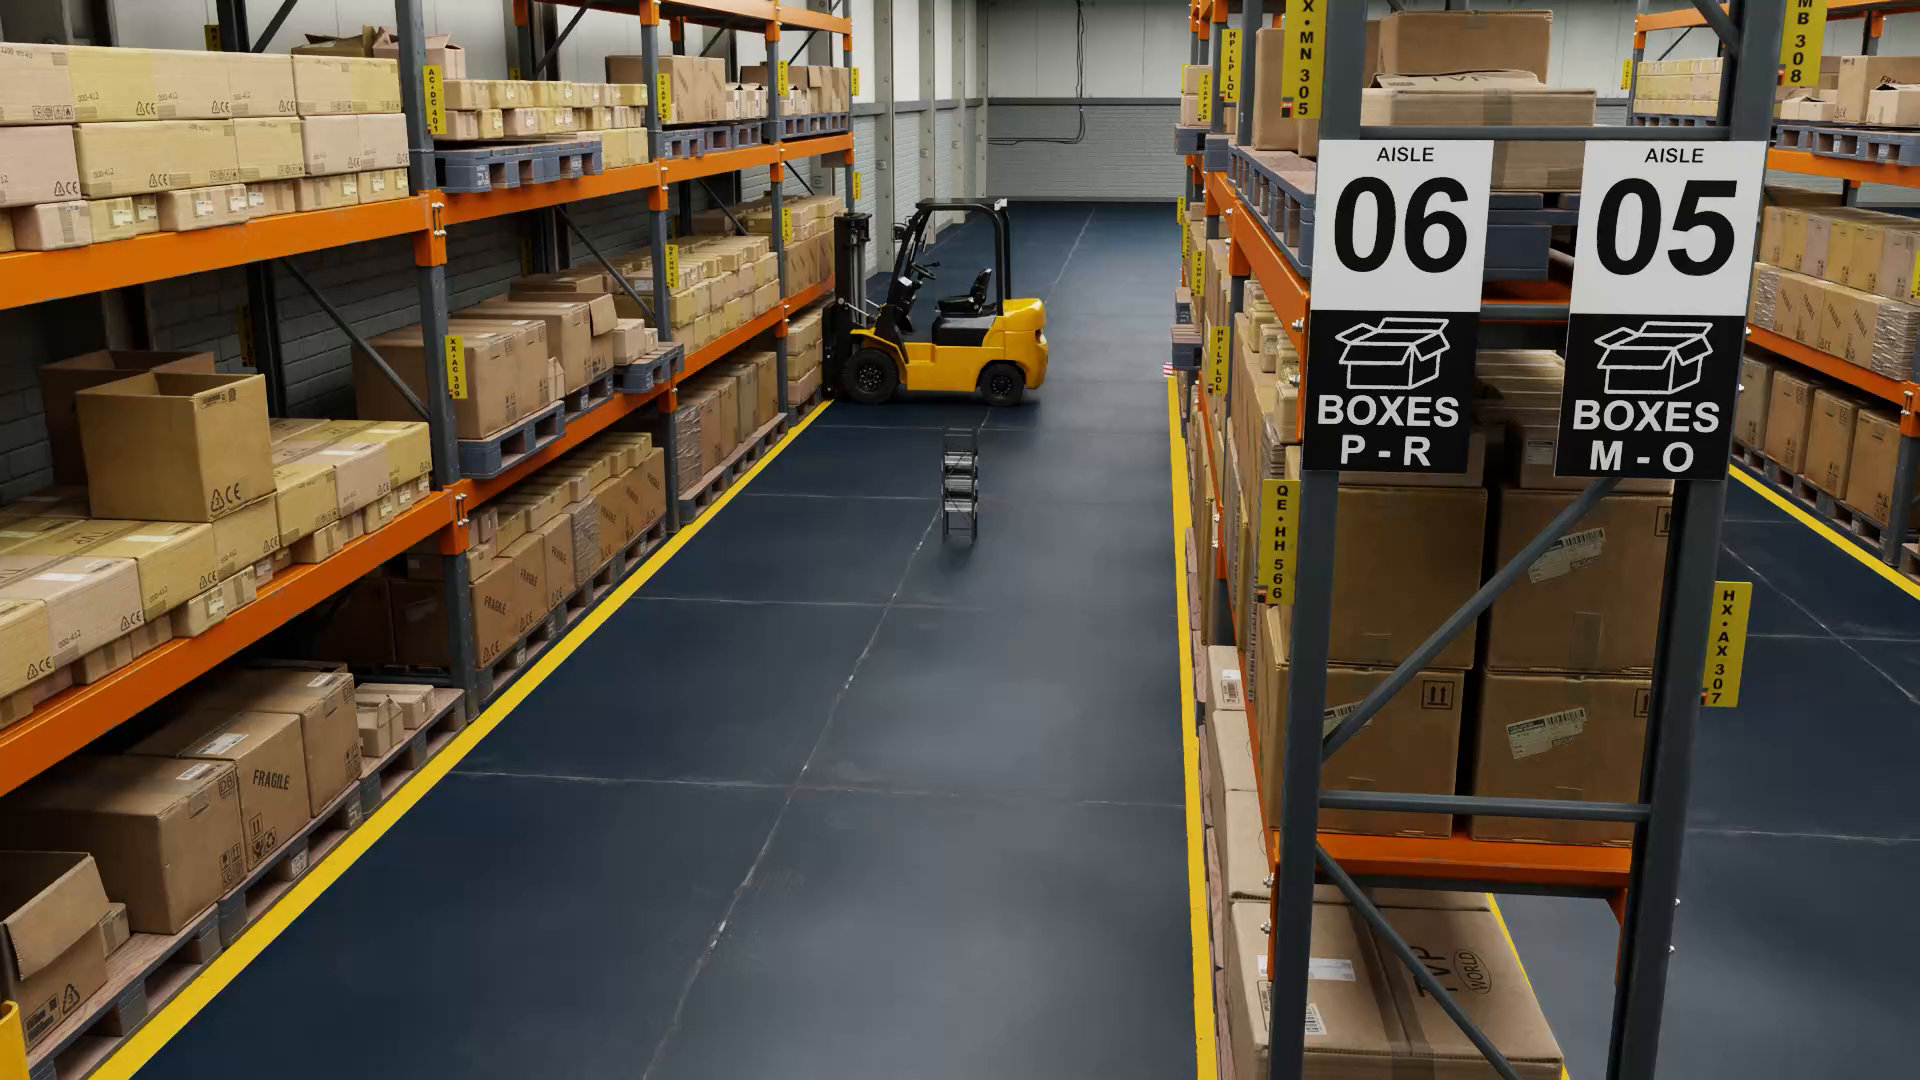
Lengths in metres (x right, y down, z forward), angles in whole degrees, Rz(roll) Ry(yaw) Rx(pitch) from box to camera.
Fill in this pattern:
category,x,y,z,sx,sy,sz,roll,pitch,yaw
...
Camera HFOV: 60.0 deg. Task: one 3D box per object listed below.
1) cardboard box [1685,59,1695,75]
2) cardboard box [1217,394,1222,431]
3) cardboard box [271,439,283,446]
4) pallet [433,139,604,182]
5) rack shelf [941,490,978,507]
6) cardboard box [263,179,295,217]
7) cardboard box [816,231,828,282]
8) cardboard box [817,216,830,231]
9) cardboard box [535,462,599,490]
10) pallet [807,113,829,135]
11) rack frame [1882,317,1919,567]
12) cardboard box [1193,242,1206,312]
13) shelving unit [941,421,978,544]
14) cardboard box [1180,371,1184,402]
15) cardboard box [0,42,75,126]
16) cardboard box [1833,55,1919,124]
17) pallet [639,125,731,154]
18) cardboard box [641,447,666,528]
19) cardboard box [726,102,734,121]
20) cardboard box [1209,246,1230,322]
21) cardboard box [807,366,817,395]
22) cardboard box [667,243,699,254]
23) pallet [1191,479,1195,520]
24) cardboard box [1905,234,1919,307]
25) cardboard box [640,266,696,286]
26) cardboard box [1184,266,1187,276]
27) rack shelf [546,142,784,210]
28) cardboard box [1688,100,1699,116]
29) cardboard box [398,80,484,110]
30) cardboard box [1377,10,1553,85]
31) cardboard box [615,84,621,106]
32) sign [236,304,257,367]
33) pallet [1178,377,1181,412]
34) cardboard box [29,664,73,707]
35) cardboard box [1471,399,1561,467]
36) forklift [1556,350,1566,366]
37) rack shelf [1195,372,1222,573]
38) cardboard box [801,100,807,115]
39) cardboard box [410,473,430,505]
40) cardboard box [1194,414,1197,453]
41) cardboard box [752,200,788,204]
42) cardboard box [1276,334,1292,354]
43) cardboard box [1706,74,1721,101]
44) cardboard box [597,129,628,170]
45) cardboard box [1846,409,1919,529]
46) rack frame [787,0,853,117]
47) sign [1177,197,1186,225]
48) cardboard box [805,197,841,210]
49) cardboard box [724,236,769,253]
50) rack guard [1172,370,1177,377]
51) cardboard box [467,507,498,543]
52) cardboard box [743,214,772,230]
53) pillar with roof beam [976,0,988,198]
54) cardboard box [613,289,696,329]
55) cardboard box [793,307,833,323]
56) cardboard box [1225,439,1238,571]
category,x,y,z,sx,sy,sz,roll,pitch,yaw
cardboard box,7.529,-4.754,16.708,0.380,0.149,0.250,2,15,7
cardboard box,1.658,-0.758,9.050,0.500,0.250,0.500,2,15,8
cardboard box,-3.505,-0.304,7.756,0.500,0.250,0.500,2,15,6
pallet,-2.874,-2.277,9.949,1.213,0.211,1.003,2,15,6
rack shelf,-0.001,-0.313,12.569,0.258,0.077,0.200,2,15,6
cardboard box,-3.040,-1.443,6.988,0.380,0.149,0.250,2,15,8
cardboard box,-1.743,-3.111,18.228,0.500,0.500,0.500,2,15,7
cardboard box,-1.659,-3.525,18.519,0.380,0.149,0.250,2,15,7
cardboard box,-2.660,-0.424,11.224,0.380,0.149,0.250,1,15,5
pallet,-2.018,-4.501,17.984,1.003,0.211,1.213,2,15,6
rack frame,7.182,-1.256,11.560,1.000,3.000,0.127,2,15,6
cardboard box,2.075,-2.031,12.859,0.500,0.500,0.500,1,15,5
shelving unit,-0.001,-0.432,12.537,0.258,0.900,0.210,2,15,6
cardboard box,2.553,-1.588,17.251,0.500,0.250,0.500,1,15,5
cardboard box,-3.207,-1.445,5.274,0.500,0.250,0.500,2,15,6
cardboard box,7.100,-3.462,12.785,0.500,0.500,0.500,2,15,6
pallet,-2.569,-3.346,13.906,1.003,0.211,1.213,2,15,9
cardboard box,-2.514,-0.401,12.382,0.500,0.500,0.500,2,15,8
cardboard box,-2.138,-3.642,14.122,0.380,0.149,0.250,2,15,6
cardboard box,1.907,-1.657,10.936,0.500,0.500,0.500,2,15,6
cardboard box,-1.803,-1.681,17.597,0.500,0.250,0.500,1,15,5
cardboard box,-2.601,-2.635,15.226,0.380,0.149,0.250,2,15,6
pallet,2.342,-0.232,13.116,1.003,0.211,1.213,2,15,6
cardboard box,7.243,-1.903,11.846,0.700,0.500,0.500,2,15,6
cardboard box,-2.319,-2.093,13.221,0.380,0.149,0.250,2,15,8
cardboard box,2.712,-3.050,18.677,0.380,0.149,0.250,2,15,7
rack shelf,-2.454,-3.140,14.160,1.077,0.370,4.000,2,15,6
cardboard box,7.499,-4.305,16.576,0.380,0.149,0.250,2,15,6
cardboard box,-2.662,-2.269,8.476,0.380,0.149,0.250,2,15,8
cardboard box,1.726,-1.566,5.774,0.500,0.500,0.500,2,15,7
cardboard box,-2.560,-3.069,11.474,0.380,0.149,0.250,1,15,4
sign,-3.683,-1.058,8.609,0.100,0.325,0.005,2,15,6
pallet,2.880,-1.559,18.024,1.003,0.211,1.213,2,15,6
cardboard box,-3.295,0.462,5.689,0.380,0.149,0.250,1,15,6
cardboard box,1.624,-0.299,4.670,0.380,0.149,0.250,2,15,8
forklift,4.645,-1.321,11.931,1.130,2.935,3.031,3,15,12
rack shelf,2.027,-0.509,10.178,1.077,0.370,4.000,2,15,6
cardboard box,-1.790,-4.443,17.084,0.380,0.149,0.250,2,15,8
cardboard box,-2.916,-0.272,8.402,0.380,0.149,0.250,2,15,7
cardboard box,2.493,-0.844,14.267,0.950,0.372,0.625,2,15,8
cardboard box,-2.154,-3.751,18.784,0.380,0.149,0.250,2,15,8
cardboard box,1.329,-0.644,5.946,0.380,0.149,0.250,2,15,8
cardboard box,7.491,-4.330,15.903,0.500,0.250,0.500,2,15,6
cardboard box,-2.553,-2.626,11.167,0.500,0.250,0.500,2,15,6
cardboard box,7.340,-0.528,12.373,1.050,0.750,0.750,1,15,5
rack frame,-1.777,-6.492,19.430,1.000,3.000,0.127,2,15,6
sign,2.616,-3.884,19.622,0.100,0.325,0.005,2,15,6
cardboard box,-1.605,-3.937,19.470,0.380,0.149,0.250,2,15,6
cardboard box,-2.047,-2.824,15.927,0.380,0.149,0.250,2,15,8
rack guard,3.147,-2.224,19.929,1.175,0.500,0.348,2,15,6
cardboard box,-2.845,-0.090,9.420,0.380,0.149,0.250,1,15,4
cardboard box,-1.976,-3.208,16.776,0.380,0.149,0.250,2,15,7
pillar with roof beam,4.911,-13.992,47.166,9.100,9.000,0.400,2,15,6
cardboard box,-2.362,-1.797,12.890,0.500,0.250,0.500,2,15,6
cardboard box,-1.683,-2.430,18.450,0.500,0.250,0.500,1,15,5
cardboard box,1.427,-0.142,7.249,0.500,0.500,0.500,2,15,7
